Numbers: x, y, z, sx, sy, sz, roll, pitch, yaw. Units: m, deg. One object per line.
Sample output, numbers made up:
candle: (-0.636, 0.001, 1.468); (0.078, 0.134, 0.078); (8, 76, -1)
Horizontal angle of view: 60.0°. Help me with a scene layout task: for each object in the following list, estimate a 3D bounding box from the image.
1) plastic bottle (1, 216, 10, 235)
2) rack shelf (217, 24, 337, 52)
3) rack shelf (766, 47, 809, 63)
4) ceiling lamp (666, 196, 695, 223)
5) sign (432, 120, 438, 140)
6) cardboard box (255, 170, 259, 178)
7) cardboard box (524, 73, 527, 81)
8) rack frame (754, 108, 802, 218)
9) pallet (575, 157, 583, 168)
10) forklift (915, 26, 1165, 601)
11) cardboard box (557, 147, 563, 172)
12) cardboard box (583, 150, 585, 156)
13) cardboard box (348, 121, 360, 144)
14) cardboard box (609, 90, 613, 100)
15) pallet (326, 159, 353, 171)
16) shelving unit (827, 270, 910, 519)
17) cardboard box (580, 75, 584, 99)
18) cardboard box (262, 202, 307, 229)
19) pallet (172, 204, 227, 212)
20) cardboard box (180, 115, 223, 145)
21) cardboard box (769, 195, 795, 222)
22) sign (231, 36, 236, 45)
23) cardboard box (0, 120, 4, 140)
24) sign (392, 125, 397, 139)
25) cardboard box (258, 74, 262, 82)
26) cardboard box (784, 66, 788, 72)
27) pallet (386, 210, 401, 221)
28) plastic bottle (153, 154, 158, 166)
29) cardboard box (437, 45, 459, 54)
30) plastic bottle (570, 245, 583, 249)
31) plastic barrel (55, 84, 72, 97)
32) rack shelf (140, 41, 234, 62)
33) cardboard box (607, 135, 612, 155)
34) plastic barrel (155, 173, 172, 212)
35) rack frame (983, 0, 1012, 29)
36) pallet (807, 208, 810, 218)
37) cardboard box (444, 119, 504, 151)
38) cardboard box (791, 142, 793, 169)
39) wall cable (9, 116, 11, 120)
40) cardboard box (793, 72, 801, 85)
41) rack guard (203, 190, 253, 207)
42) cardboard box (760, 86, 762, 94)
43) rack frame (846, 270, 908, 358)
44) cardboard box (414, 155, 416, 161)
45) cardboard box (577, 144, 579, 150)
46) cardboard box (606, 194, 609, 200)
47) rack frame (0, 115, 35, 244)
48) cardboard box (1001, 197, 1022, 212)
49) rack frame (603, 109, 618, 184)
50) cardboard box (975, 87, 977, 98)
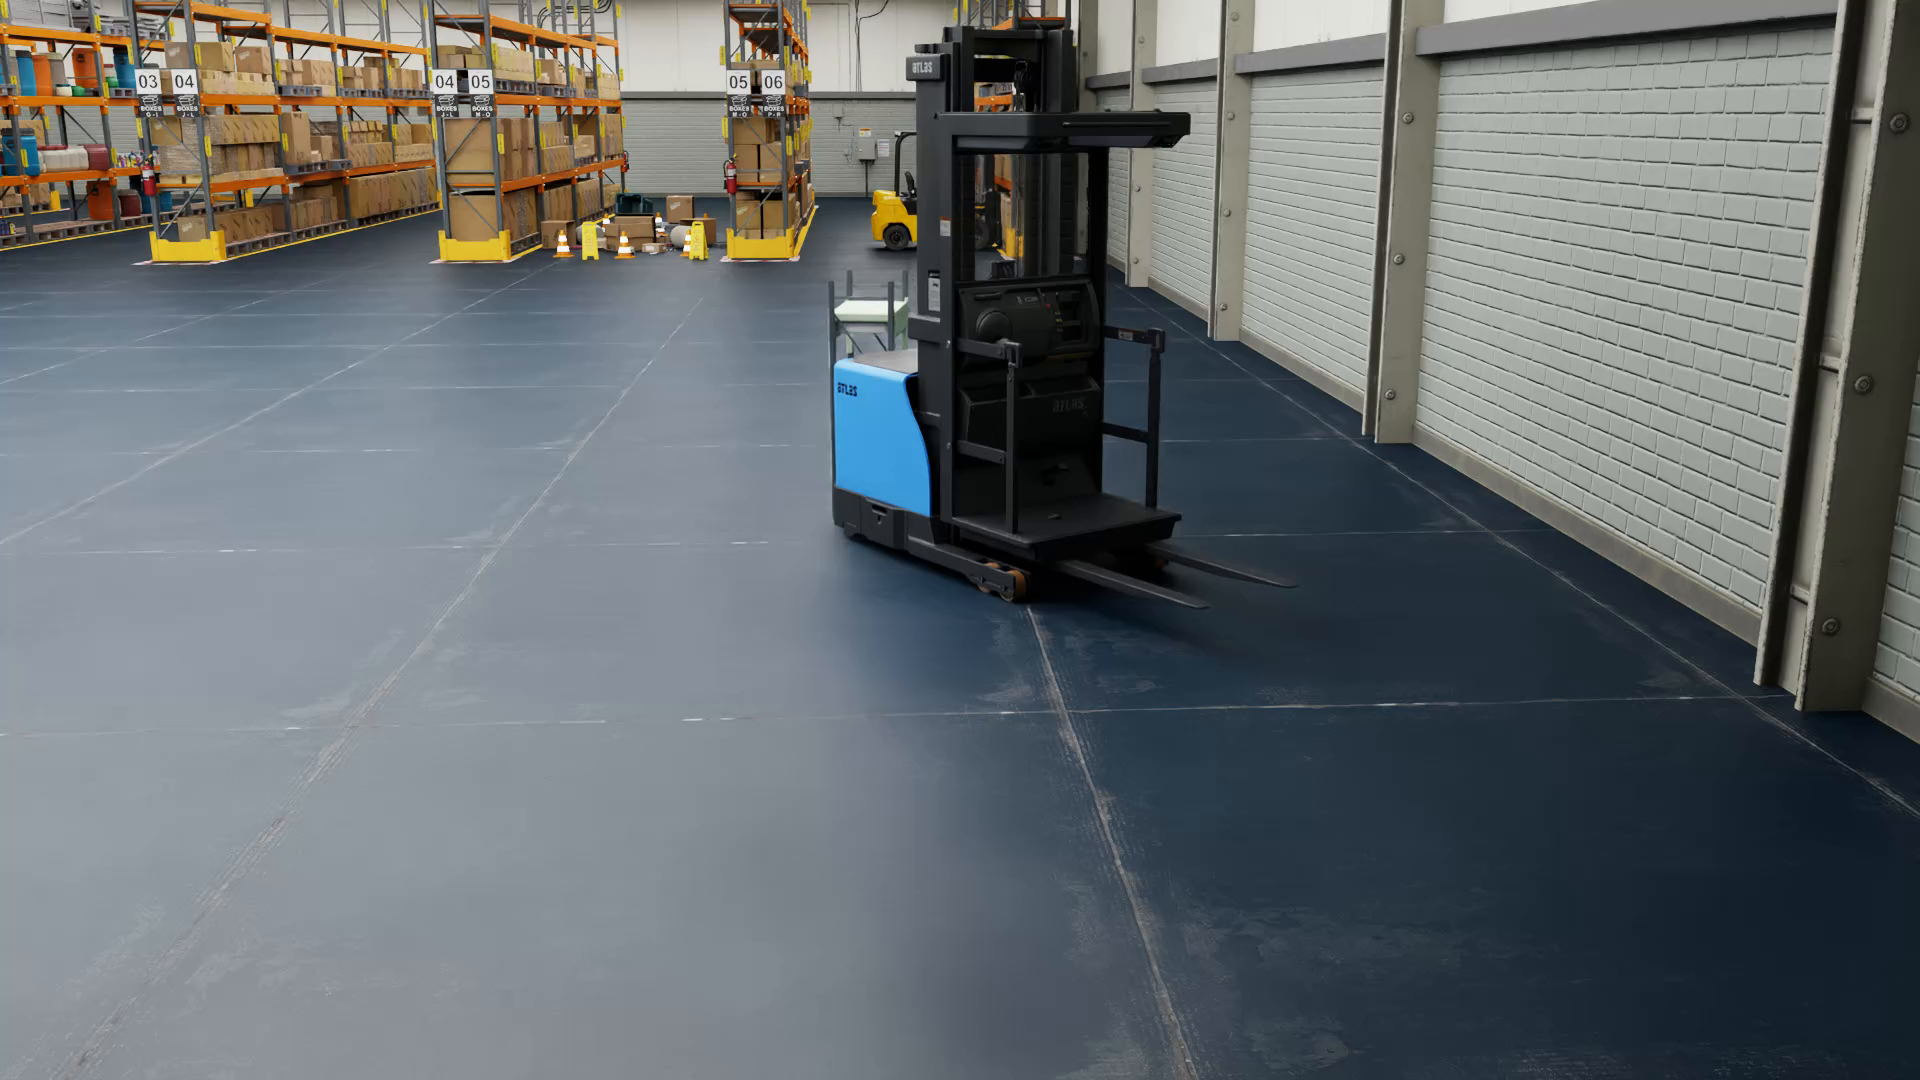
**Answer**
plastic bottle: (-18.292, -6.010, 31.798); (0.144, 0.351, 0.185); (-1, 14, -5)
rack shelf: (-13.800, -10.173, 33.750); (1.077, 0.370, 4.000); (-1, 14, -3)
rack shelf: (-4.405, -12.315, 42.078); (1.077, 0.370, 4.000); (-1, 14, -3)
ceiling lamp: (-3.138, -6.554, 22.965); (4.116, 5.489, 20.412); (-1, 14, -3)
sign: (-9.014, -7.039, 28.566); (0.100, 0.325, 0.005); (-1, 14, -3)
cardboard box: (-13.341, -6.830, 31.055); (0.380, 0.149, 0.250); (-1, 14, -3)
cardboard box: (-8.329, -8.670, 31.145); (0.380, 0.149, 0.250); (-1, 14, -3)
rack frame: (-4.033, -8.460, 36.886); (1.000, 3.000, 0.127); (-1, 14, -3)
pallet: (-9.118, -8.441, 37.198); (1.213, 0.211, 1.003); (-1, 14, -3)
forklift: (0.508, -1.232, 8.934); (1.121, 2.935, 3.031); (-10, 18, -35)
cardboard box: (-8.575, -7.923, 34.599); (0.500, 0.500, 0.500); (-1, 14, -3)
cardboard box: (-8.892, -8.949, 38.448); (0.380, 0.149, 0.250); (-1, 14, -5)
cardboard box: (-13.991, -9.185, 37.492); (0.797, 0.503, 0.637); (-1, 14, -2)
cardboard box: (-9.062, -11.237, 41.960); (0.500, 0.250, 0.500); (0, 14, -1)
pallet: (-13.773, -8.038, 35.633); (1.213, 0.211, 1.003); (-1, 14, -3)
shelving unit: (-0.574, -0.946, 10.694); (0.431, 1.500, 0.755); (1, 14, 5)
cardboard box: (-8.811, -10.254, 37.639); (0.500, 0.500, 0.500); (-1, 14, -3)
cardboard box: (-13.703, -6.586, 33.739); (0.700, 0.500, 0.500); (-1, 14, -4)
pallet: (-19.278, -8.361, 42.099); (1.003, 0.211, 1.213); (-1, 14, -3)
cardboard box: (-13.190, -7.135, 28.933); (0.500, 0.500, 0.500); (-1, 14, -3)
cardboard box: (-3.415, -6.303, 31.676); (0.500, 0.500, 0.500); (0, 14, 0)
sign: (-18.815, -12.982, 43.068); (0.100, 0.325, 0.005); (-1, 14, -3)
cardboard box: (-23.871, -10.060, 40.898); (0.500, 0.500, 0.500); (-1, 14, -5)
sign: (-13.631, -9.835, 40.065); (0.100, 0.325, 0.005); (-1, 14, -3)
cardboard box: (-13.340, -8.680, 31.223); (0.380, 0.149, 0.250); (-2, 15, -6)
cardboard box: (-3.282, -8.468, 29.802); (0.380, 0.149, 0.250); (-1, 14, -4)
pallet: (-14.049, -7.760, 39.764); (1.003, 0.211, 1.213); (-1, 14, -3)
plastic bottle: (-18.706, -8.822, 38.544); (0.152, 0.276, 0.135); (-1, 14, -3)
cardboard box: (-8.831, -8.416, 28.557); (0.380, 0.149, 0.250); (-1, 14, -3)
plastic bottle: (-7.187, -5.514, 31.336); (0.283, 0.061, 0.133); (-6, 16, -23)
plastic barrel: (-18.555, -9.303, 34.423); (0.301, 0.262, 0.301); (0, 14, 0)
rack shelf: (-19.239, -12.086, 41.186); (1.077, 0.370, 4.000); (-1, 14, -3)
cardboard box: (-9.027, -9.921, 41.769); (0.500, 0.500, 0.500); (-1, 14, -5)
plastic barrel: (-19.098, -8.277, 39.543); (0.600, 0.901, 0.708); (-1, 14, -3)
rack frame: (0.918, -11.443, 36.440); (0.949, 2.616, 0.053); (-1, 14, -3)
pallet: (-4.158, -7.913, 40.359); (1.003, 0.211, 1.213); (-1, 14, -3)
cardboard box: (-8.456, -7.057, 28.966); (0.875, 0.550, 0.550); (-1, 14, -3)
cardboard box: (-3.434, -7.294, 31.557); (0.500, 0.500, 0.500); (0, 14, -2)
wall cable: (-29.245, -12.881, 48.261); (3.097, 2.526, 0.112); (-1, 14, -3)
cardboard box: (-3.421, -9.200, 33.201); (0.500, 0.250, 0.500); (-1, 14, -5)
rack guard: (-19.377, -9.015, 44.061); (1.175, 0.500, 0.348); (-1, 14, -3)
cardboard box: (-3.339, -7.953, 29.399); (0.380, 0.149, 0.250); (-1, 14, -5)
rack frame: (-0.543, -1.037, 11.047); (0.400, 1.500, 0.023); (1, 14, 5)
cardboard box: (-13.956, -9.646, 42.002); (0.380, 0.149, 0.250); (-1, 14, -5)
cardboard box: (-8.851, -8.904, 37.676); (0.380, 0.149, 0.250); (-1, 14, -3)
cardboard box: (-9.082, -8.672, 41.994); (0.380, 0.149, 0.250); (0, 14, -1)
rack frame: (-18.619, -7.235, 32.128); (1.000, 3.000, 0.127); (-1, 14, -3)
cardboard box: (0.998, -6.266, 31.027); (0.500, 0.250, 0.500); (-1, 14, -3)
rack frame: (-9.466, -10.348, 44.224); (0.949, 2.616, 0.053); (-1, 14, -3)
cardboard box: (0.615, -10.166, 37.800); (0.500, 0.250, 0.500); (-1, 14, -3)
